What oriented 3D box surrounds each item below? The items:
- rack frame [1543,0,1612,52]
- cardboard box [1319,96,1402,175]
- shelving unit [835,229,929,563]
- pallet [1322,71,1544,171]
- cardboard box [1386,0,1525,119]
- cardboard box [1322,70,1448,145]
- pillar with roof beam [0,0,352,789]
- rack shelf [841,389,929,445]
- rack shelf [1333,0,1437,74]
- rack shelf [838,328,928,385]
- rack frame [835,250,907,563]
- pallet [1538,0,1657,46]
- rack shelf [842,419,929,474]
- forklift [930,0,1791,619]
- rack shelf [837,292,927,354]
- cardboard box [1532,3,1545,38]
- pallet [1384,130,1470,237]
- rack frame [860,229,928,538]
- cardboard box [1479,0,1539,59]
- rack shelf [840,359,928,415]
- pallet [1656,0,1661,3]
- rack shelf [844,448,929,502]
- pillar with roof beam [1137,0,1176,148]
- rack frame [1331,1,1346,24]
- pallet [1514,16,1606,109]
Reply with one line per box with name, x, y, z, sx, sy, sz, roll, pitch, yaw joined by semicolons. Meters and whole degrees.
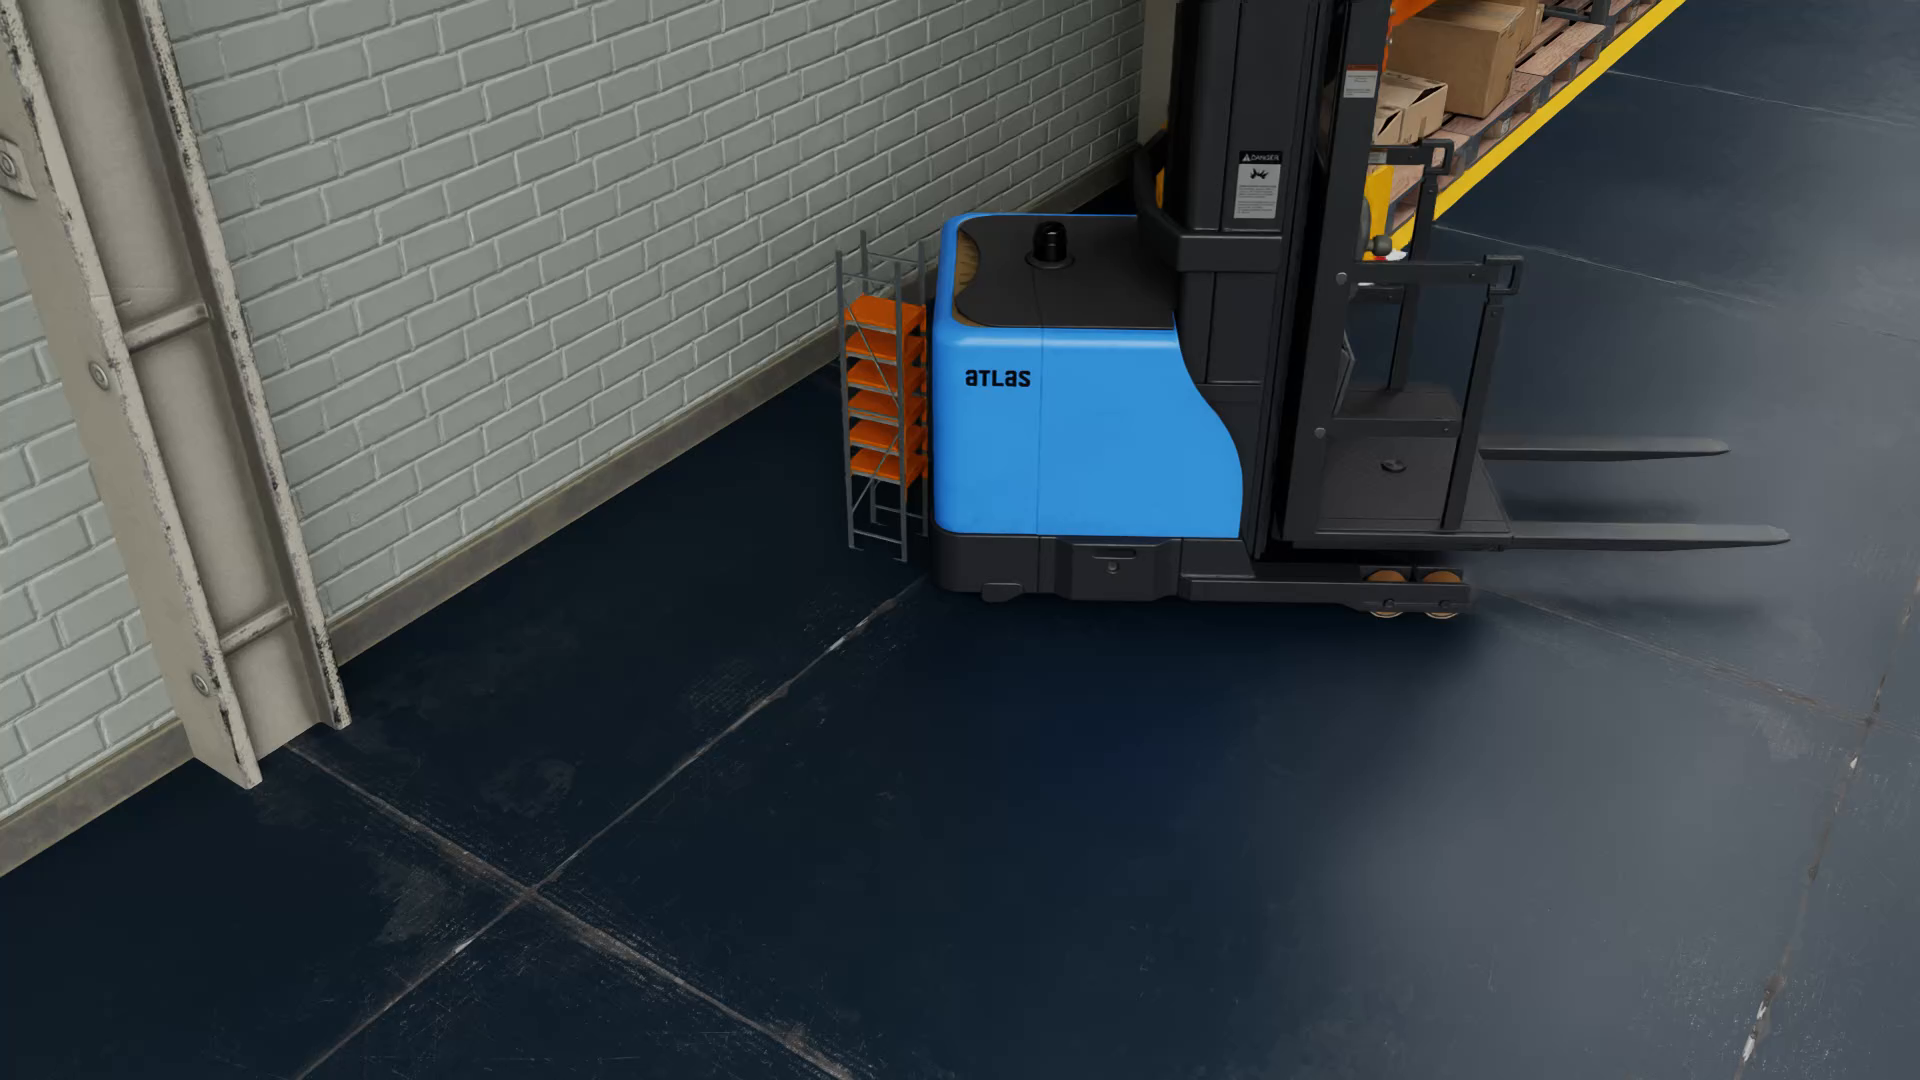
rack frame;3.810;-4.618;10.401;1.000;3.000;0.127;21;39;28
cardboard box;1.998;-2.135;8.737;0.500;0.311;0.500;17;37;23
shelving unit;-0.267;-0.488;5.900;0.258;1.200;0.189;14;37;20
pallet;2.761;-2.578;9.874;1.003;0.211;1.213;21;39;28
cardboard box;2.782;-2.797;9.547;0.700;0.500;0.500;19;38;25
cardboard box;2.323;-2.397;9.125;0.500;0.311;0.500;25;41;32
pillar with roof beam;1.334;-1.724;0.766;9.100;9.000;0.400;21;39;28
rack shelf;-0.267;-0.451;5.925;0.258;0.103;0.180;14;37;20
rack shelf;2.670;-3.399;9.241;1.077;0.370;4.000;21;39;28
rack shelf;-0.267;-0.650;5.791;0.258;0.103;0.180;14;37;20
rack frame;-0.305;-0.441;5.831;0.240;1.200;0.006;14;37;20
pallet;4.253;-3.821;11.712;1.003;0.211;1.213;21;39;28
rack shelf;-0.267;-0.351;5.992;0.258;0.103;0.180;14;37;20
forklift;1.423;-1.241;5.469;3.031;2.935;1.130;1;34;1
rack shelf;-0.267;-0.749;5.723;0.258;0.103;0.180;14;37;20
cardboard box;3.530;-3.370;10.693;0.380;0.166;0.250;16;37;22
pallet;2.065;-2.019;9.048;1.003;0.211;1.213;21;39;28
rack frame;-0.229;-0.534;5.969;0.240;1.200;0.006;14;37;20
cardboard box;3.251;-3.274;10.252;0.500;0.500;0.500;18;38;25
rack shelf;-0.267;-0.550;5.858;0.258;0.103;0.180;14;37;20
pallet;4.948;-4.385;12.546;1.003;0.211;1.213;21;39;28
rack shelf;-0.267;-0.252;6.059;0.258;0.103;0.180;14;37;20
pillar with roof beam;4.755;-4.485;4.850;9.100;9.000;0.400;21;39;28
rack frame;1.530;-2.777;7.679;1.000;3.000;0.127;21;39;28
pallet;3.456;-3.142;10.708;1.003;0.211;1.213;21;39;28
